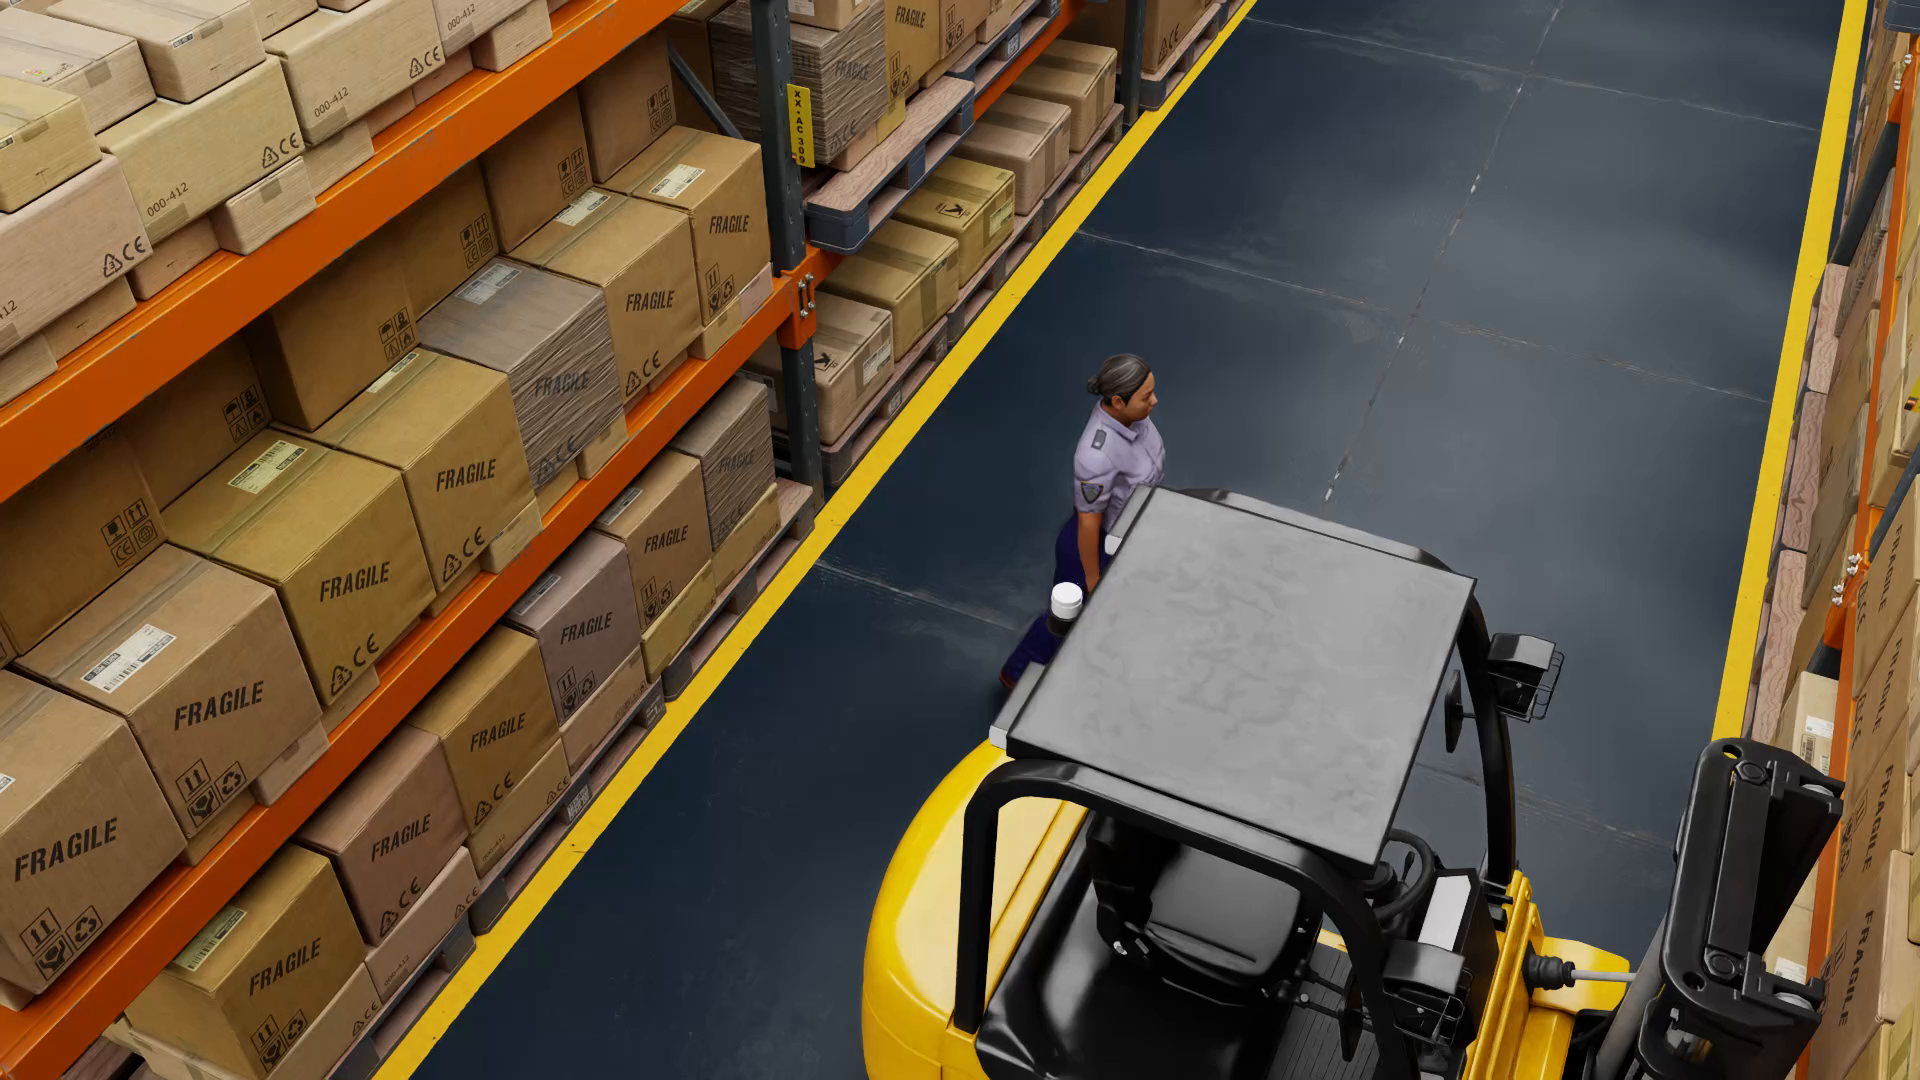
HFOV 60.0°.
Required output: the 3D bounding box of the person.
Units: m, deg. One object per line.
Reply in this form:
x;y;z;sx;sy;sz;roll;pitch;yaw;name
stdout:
0.552;-0.004;6.175;0.749;1.636;0.520;15;44;15;person
